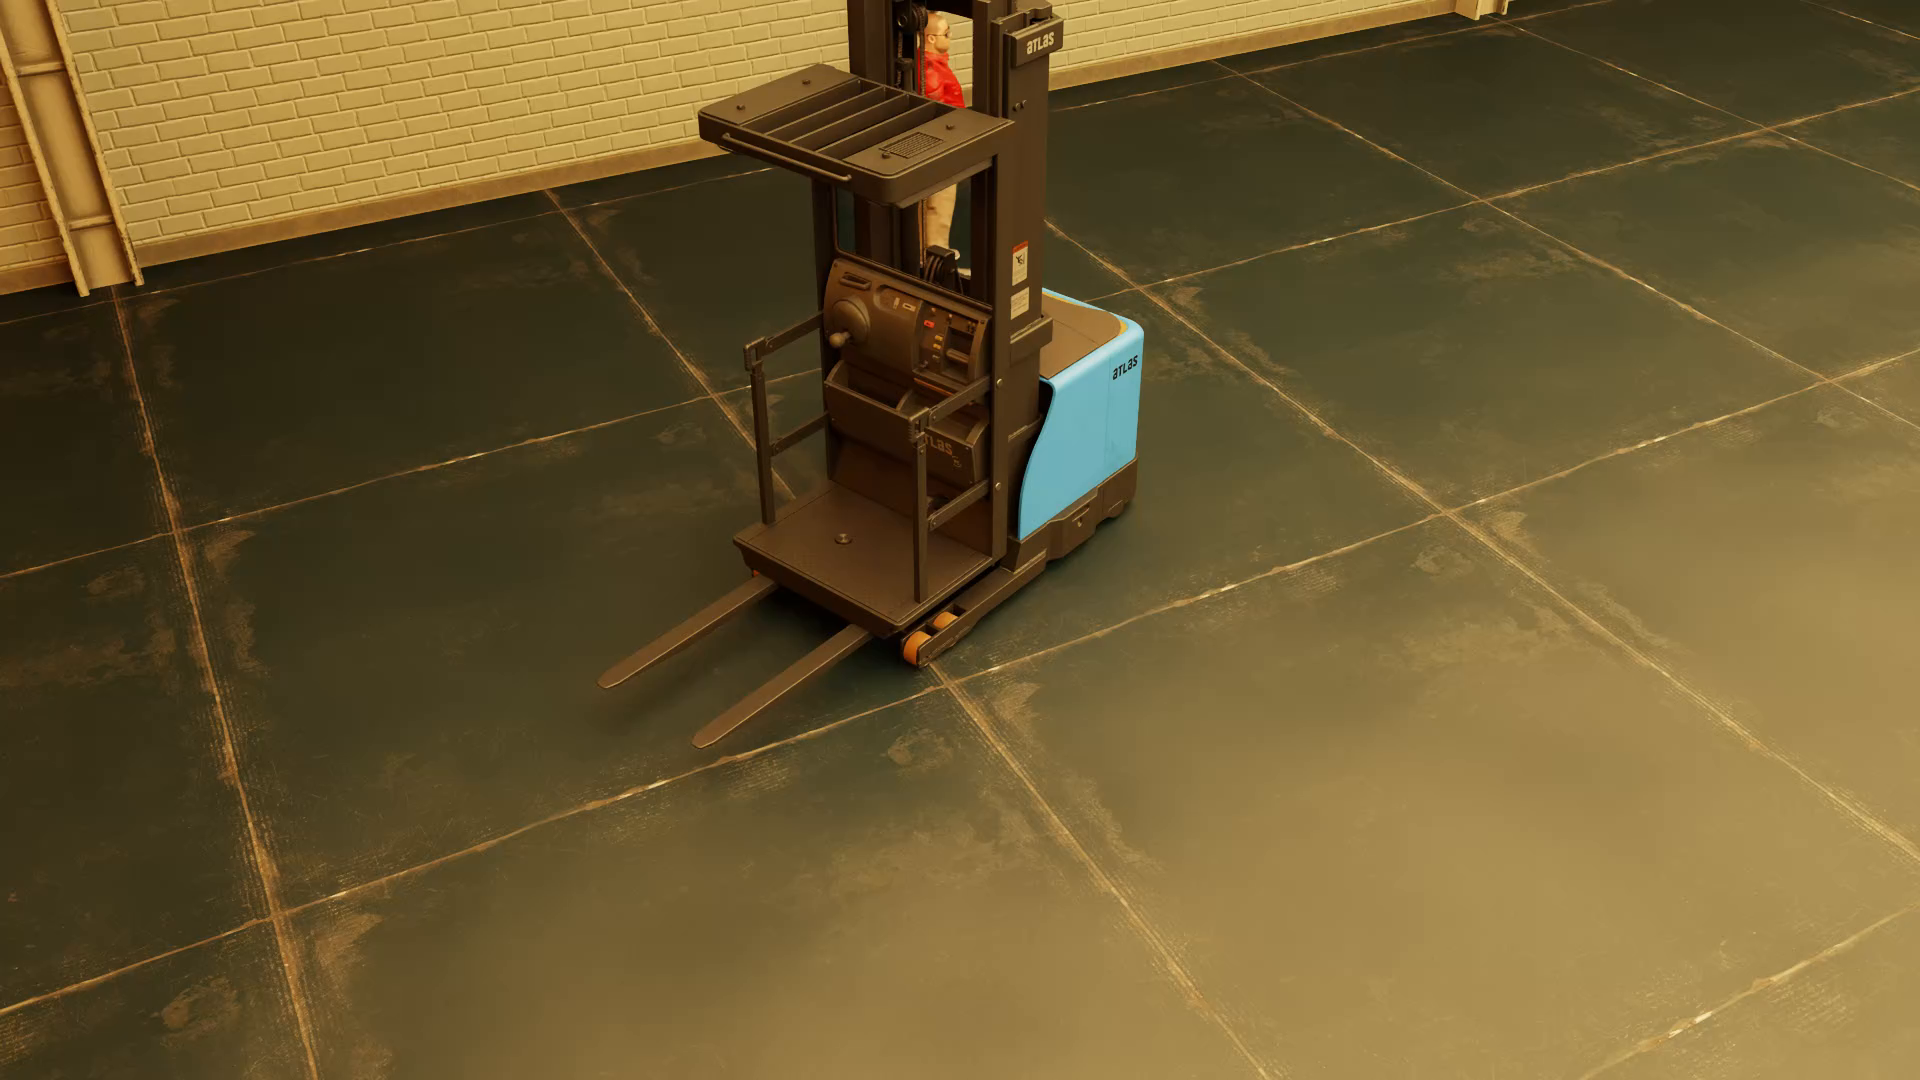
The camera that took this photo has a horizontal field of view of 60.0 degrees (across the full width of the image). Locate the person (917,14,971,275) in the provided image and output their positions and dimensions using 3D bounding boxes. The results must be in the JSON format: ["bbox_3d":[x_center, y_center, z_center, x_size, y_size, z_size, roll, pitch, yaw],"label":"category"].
[{"bbox_3d":[-0.141,-2.542,10.765,0.388,1.728,0.525,-7,36,-10],"label":"person"}]

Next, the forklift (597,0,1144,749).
[{"bbox_3d":[-0.390,-0.927,7.434,1.130,2.935,3.031,26,43,31],"label":"forklift"}]
